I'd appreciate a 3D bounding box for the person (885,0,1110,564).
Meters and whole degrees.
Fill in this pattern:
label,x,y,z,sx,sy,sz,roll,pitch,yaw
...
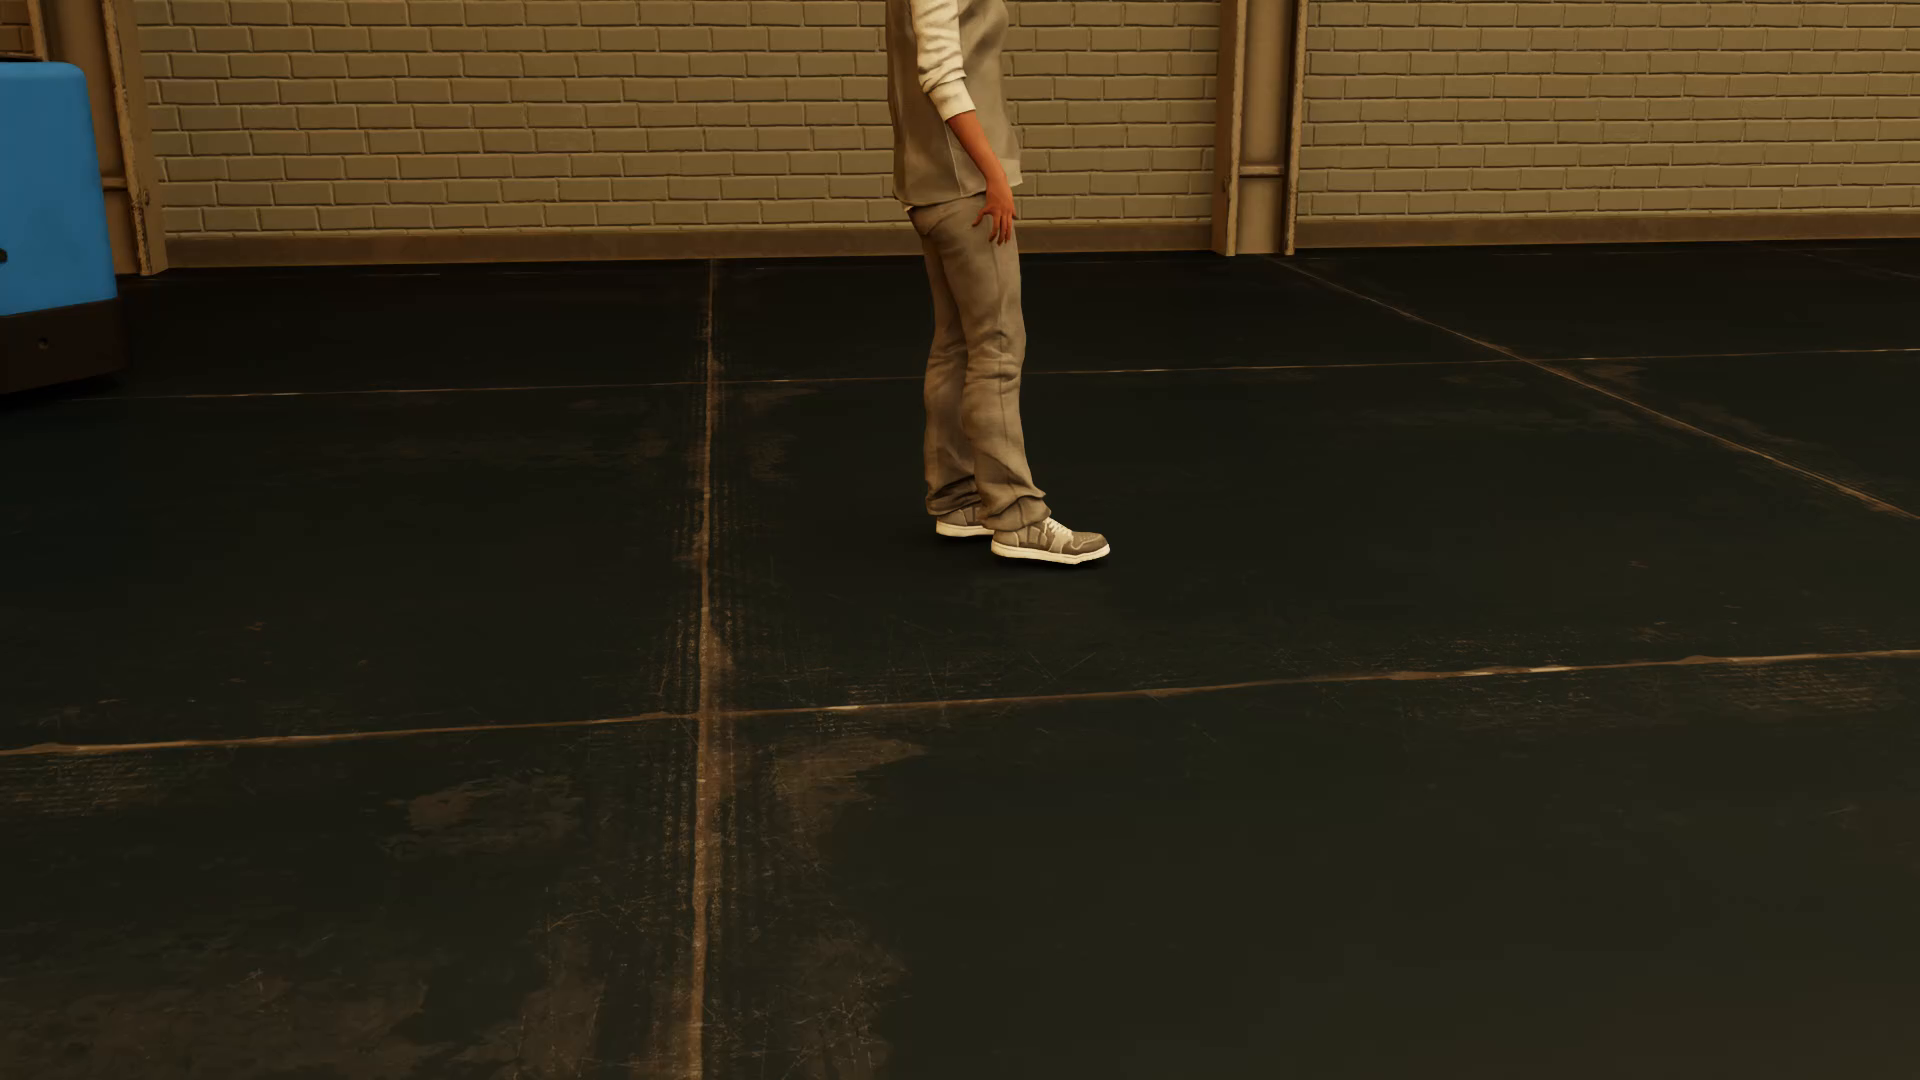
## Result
label,x,y,z,sx,sy,sz,roll,pitch,yaw
person,0.075,-0.767,3.731,0.475,1.590,0.520,-2,17,-8

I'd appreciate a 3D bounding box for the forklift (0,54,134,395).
label,x,y,z,sx,sy,sz,roll,pitch,yaw
forklift,-4.376,-1.978,5.452,3.031,2.935,1.130,8,18,24
